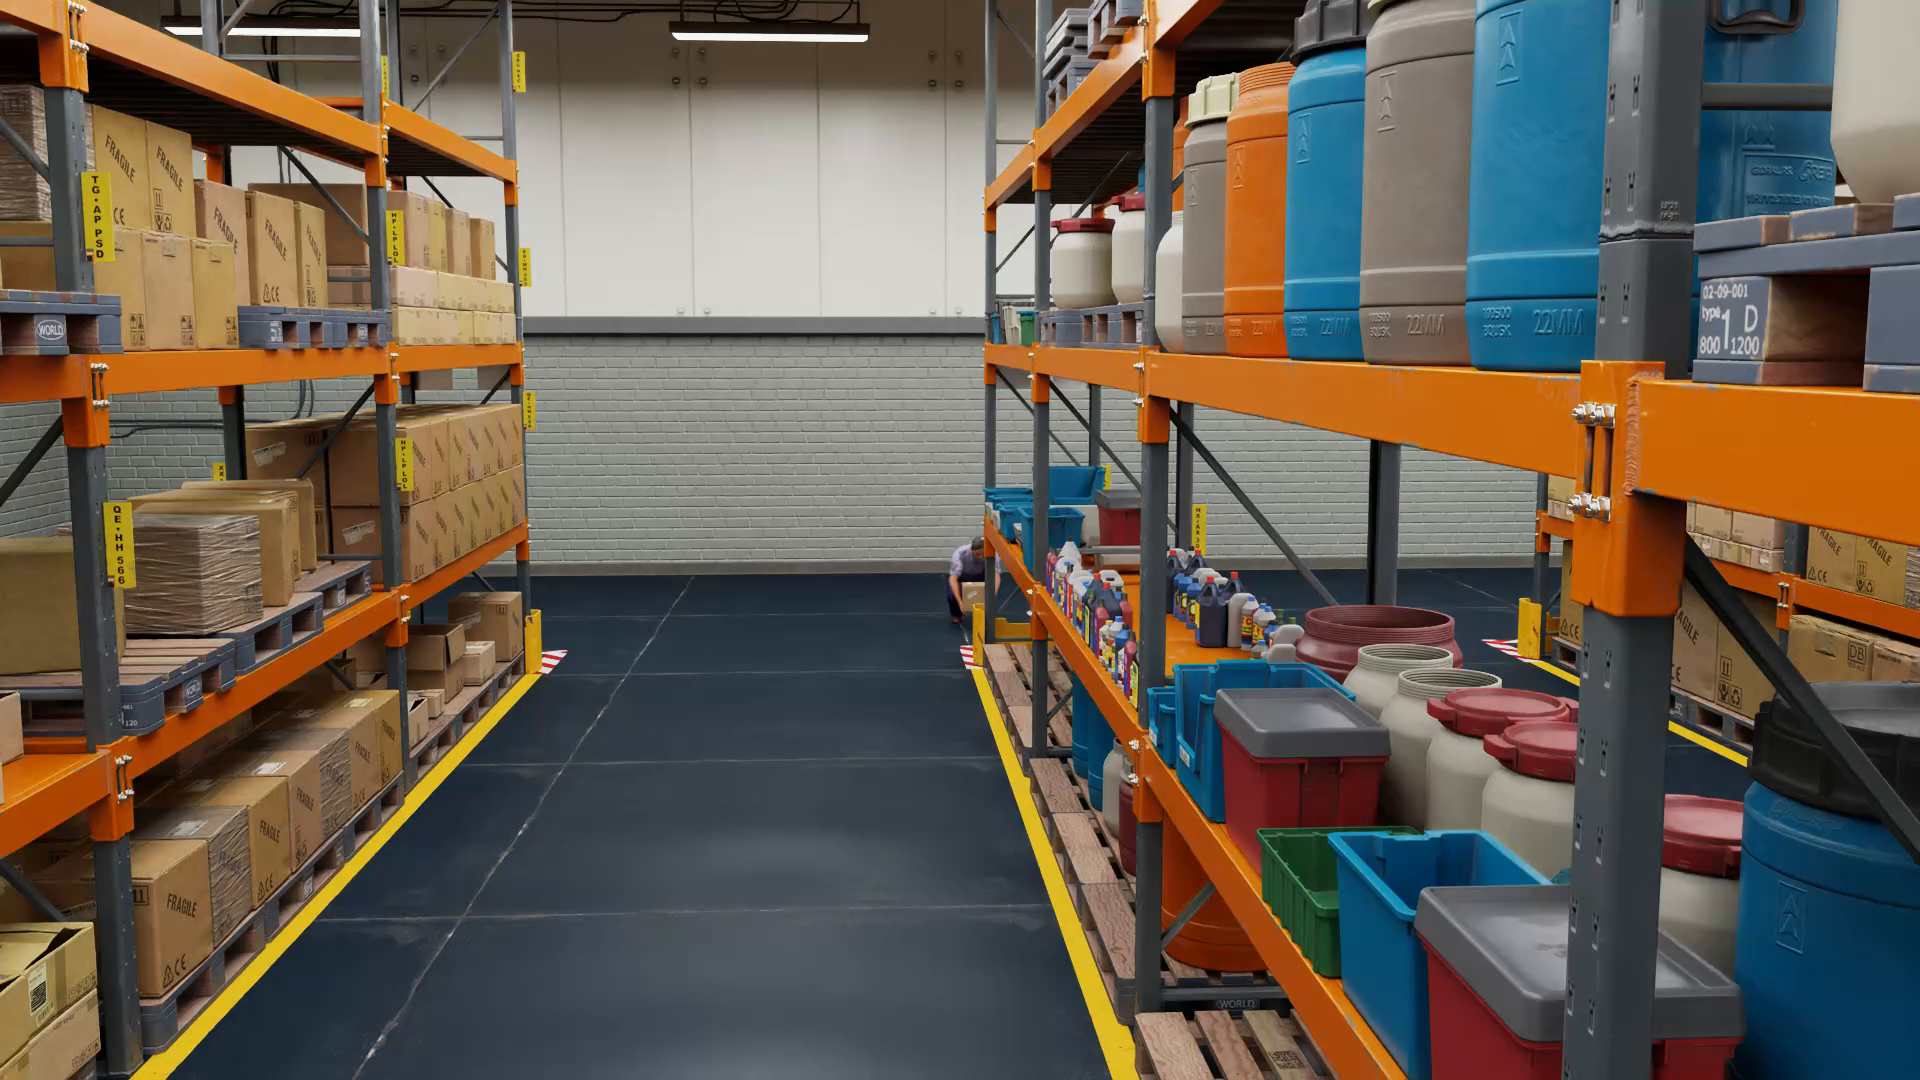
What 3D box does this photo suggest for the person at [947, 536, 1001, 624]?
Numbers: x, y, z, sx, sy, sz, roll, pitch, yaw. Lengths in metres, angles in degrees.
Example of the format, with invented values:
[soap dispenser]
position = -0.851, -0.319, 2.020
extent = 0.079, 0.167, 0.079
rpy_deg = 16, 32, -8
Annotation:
[person]
position = 0.128, 0.389, 16.669
extent = 0.536, 0.923, 0.827
rpy_deg = 0, 7, -4
